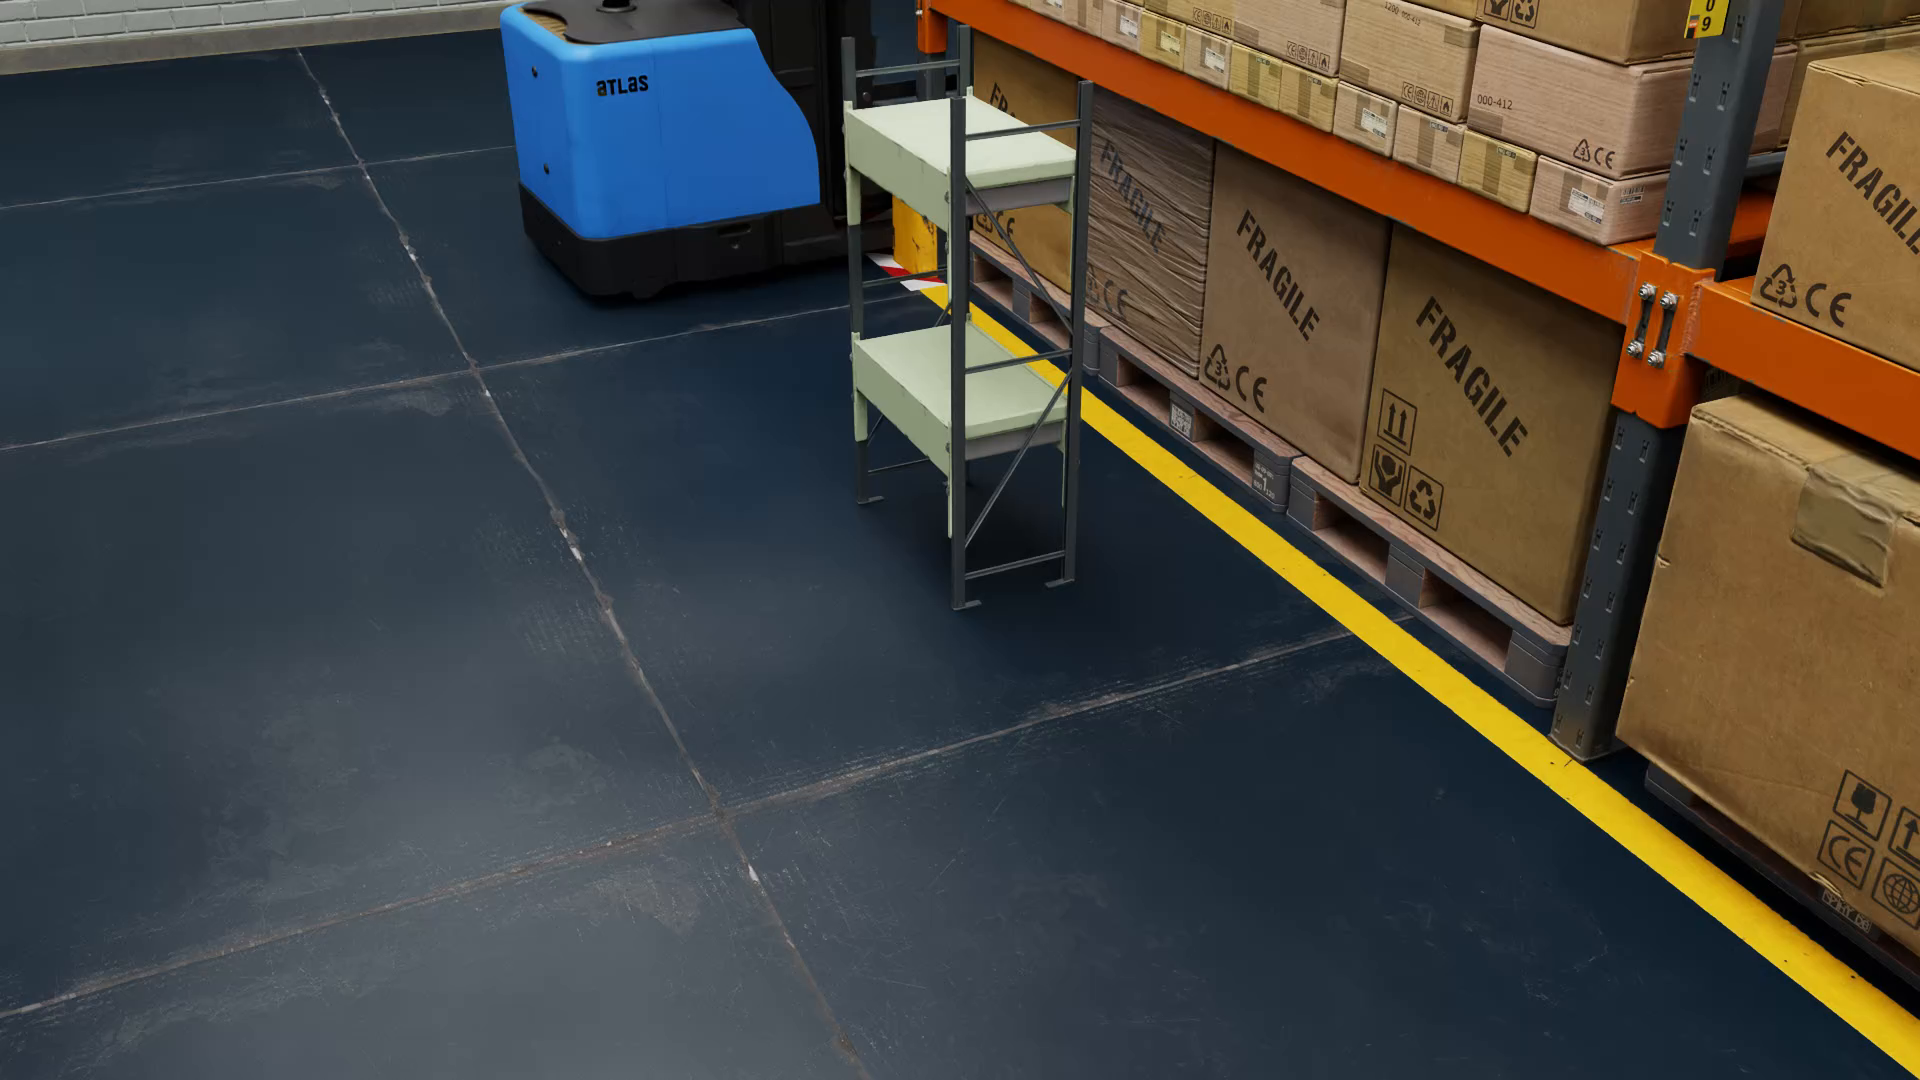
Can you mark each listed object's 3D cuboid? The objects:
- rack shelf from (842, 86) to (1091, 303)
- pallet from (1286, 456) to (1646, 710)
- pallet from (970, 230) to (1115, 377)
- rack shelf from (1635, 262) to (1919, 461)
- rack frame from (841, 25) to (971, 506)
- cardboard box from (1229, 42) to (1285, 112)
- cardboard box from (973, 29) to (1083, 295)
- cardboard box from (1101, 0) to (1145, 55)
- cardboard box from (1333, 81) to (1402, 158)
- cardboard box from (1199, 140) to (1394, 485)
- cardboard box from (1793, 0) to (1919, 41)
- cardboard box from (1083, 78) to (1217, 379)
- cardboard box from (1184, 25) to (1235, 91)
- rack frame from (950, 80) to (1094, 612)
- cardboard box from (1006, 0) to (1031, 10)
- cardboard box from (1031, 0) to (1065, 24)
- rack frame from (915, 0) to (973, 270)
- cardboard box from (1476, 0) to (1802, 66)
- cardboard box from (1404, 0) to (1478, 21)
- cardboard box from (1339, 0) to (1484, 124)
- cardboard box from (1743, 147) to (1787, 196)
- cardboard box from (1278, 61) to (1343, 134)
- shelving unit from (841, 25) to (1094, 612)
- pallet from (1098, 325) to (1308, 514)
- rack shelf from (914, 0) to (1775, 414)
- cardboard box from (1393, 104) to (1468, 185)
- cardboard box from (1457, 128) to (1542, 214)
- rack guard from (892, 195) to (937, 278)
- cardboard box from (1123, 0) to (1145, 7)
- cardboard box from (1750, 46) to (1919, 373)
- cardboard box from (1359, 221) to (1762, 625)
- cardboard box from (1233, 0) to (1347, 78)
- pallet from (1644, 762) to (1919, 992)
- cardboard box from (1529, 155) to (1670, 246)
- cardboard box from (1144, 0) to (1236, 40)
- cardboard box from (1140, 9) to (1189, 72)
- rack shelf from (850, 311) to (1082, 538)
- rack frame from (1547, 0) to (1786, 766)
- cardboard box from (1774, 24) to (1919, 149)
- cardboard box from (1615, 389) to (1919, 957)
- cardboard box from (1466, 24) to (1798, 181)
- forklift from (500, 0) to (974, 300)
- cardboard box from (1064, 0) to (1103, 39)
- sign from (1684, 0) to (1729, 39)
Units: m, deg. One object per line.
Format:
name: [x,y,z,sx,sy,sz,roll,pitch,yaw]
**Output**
rack shelf: [0.003,-0.992,4.687,0.431,0.370,0.720,-13,32,-22]
pallet: [1.749,-0.003,5.039,1.003,0.211,1.213,-13,32,-22]
pallet: [0.702,-1.080,6.961,1.003,0.211,1.213,-13,32,-22]
rack shelf: [2.864,0.331,2.329,1.077,0.370,4.000,-13,32,-22]
rack frame: [-0.154,-0.813,5.166,0.400,1.500,0.023,-13,32,-22]
cardboard box: [1.026,-1.391,4.920,0.380,0.149,0.250,-14,32,-23]
cardboard box: [0.635,-1.624,6.822,0.875,0.875,0.875,-13,32,-22]
cardboard box: [0.696,-1.730,5.526,0.380,0.149,0.250,-13,32,-23]
cardboard box: [1.247,-1.164,4.515,0.380,0.149,0.250,-12,32,-21]
cardboard box: [1.408,-0.829,5.404,0.875,0.875,0.875,-13,32,-22]
cardboard box: [2.030,-1.523,3.982,0.500,0.500,0.500,-13,32,-22]
cardboard box: [1.026,-1.222,6.106,0.875,0.875,0.875,-13,32,-22]
cardboard box: [0.918,-1.503,5.121,0.380,0.149,0.250,-13,32,-21]
rack frame: [0.160,-0.490,4.590,0.400,1.500,0.023,-13,32,-22]
cardboard box: [0.364,-2.072,6.135,0.380,0.149,0.250,-14,32,-23]
cardboard box: [0.477,-1.957,5.930,0.380,0.149,0.250,-14,32,-23]
rack frame: [0.288,-2.634,6.880,1.000,3.000,0.127,-13,32,-22]
cardboard box: [1.566,-1.405,3.771,0.500,0.500,0.500,-12,31,-21]
cardboard box: [1.355,-1.627,4.167,0.500,0.500,0.500,-13,32,-21]
cardboard box: [1.354,-1.299,4.349,0.500,0.250,0.500,-12,31,-20]
cardboard box: [2.178,-0.958,4.148,0.380,0.149,0.250,-13,32,-22]
cardboard box: [1.136,-1.277,4.718,0.380,0.149,0.250,-12,32,-21]
shelving unit: [0.003,-0.651,4.878,0.431,1.500,0.755,-13,32,-22]
pallet: [1.222,-0.542,6.001,1.003,0.211,1.213,-13,32,-22]
rack shelf: [1.146,-1.436,5.480,1.077,0.370,4.000,-13,32,-22]
cardboard box: [1.358,-1.050,4.313,0.380,0.149,0.250,-14,32,-23]
cardboard box: [1.467,-0.937,4.111,0.380,0.149,0.250,-12,32,-21]
rack guard: [0.278,-1.554,7.510,1.175,0.500,0.348,-13,32,-22]
cardboard box: [0.692,-1.978,5.560,0.500,0.250,0.500,-14,32,-24]
cardboard box: [1.977,-0.655,3.248,0.500,0.500,0.500,-13,32,-22]
cardboard box: [1.794,-0.431,4.695,0.875,0.875,0.875,-13,32,-22]
cardboard box: [1.135,-1.524,4.751,0.500,0.250,0.500,-12,32,-21]
pallet: [2.404,0.675,3.831,1.003,0.211,1.213,-13,32,-22]
cardboard box: [1.578,-0.823,3.908,0.380,0.149,0.250,-13,32,-22]
cardboard box: [0.920,-1.749,5.151,0.500,0.250,0.500,-14,32,-23]
cardboard box: [0.804,-1.619,5.327,0.380,0.149,0.250,-14,32,-23]
rack shelf: [0.003,-0.367,5.037,0.431,0.370,0.720,-13,32,-22]
rack frame: [2.005,-0.867,3.729,1.000,3.000,0.127,-13,32,-22]
cardboard box: [2.040,-1.193,4.161,0.500,0.250,0.500,-14,32,-23]
cardboard box: [2.298,0.155,3.649,1.225,0.875,0.875,-13,32,-22]
cardboard box: [1.578,-1.071,3.942,0.500,0.250,0.500,-14,32,-23]
forklift: [-0.457,-2.795,7.238,3.031,2.935,1.130,-15,33,-25]
cardboard box: [0.585,-1.844,5.729,0.380,0.149,0.250,-14,32,-23]
sign: [1.504,-1.162,3.289,0.100,0.325,0.005,-13,32,-22]
